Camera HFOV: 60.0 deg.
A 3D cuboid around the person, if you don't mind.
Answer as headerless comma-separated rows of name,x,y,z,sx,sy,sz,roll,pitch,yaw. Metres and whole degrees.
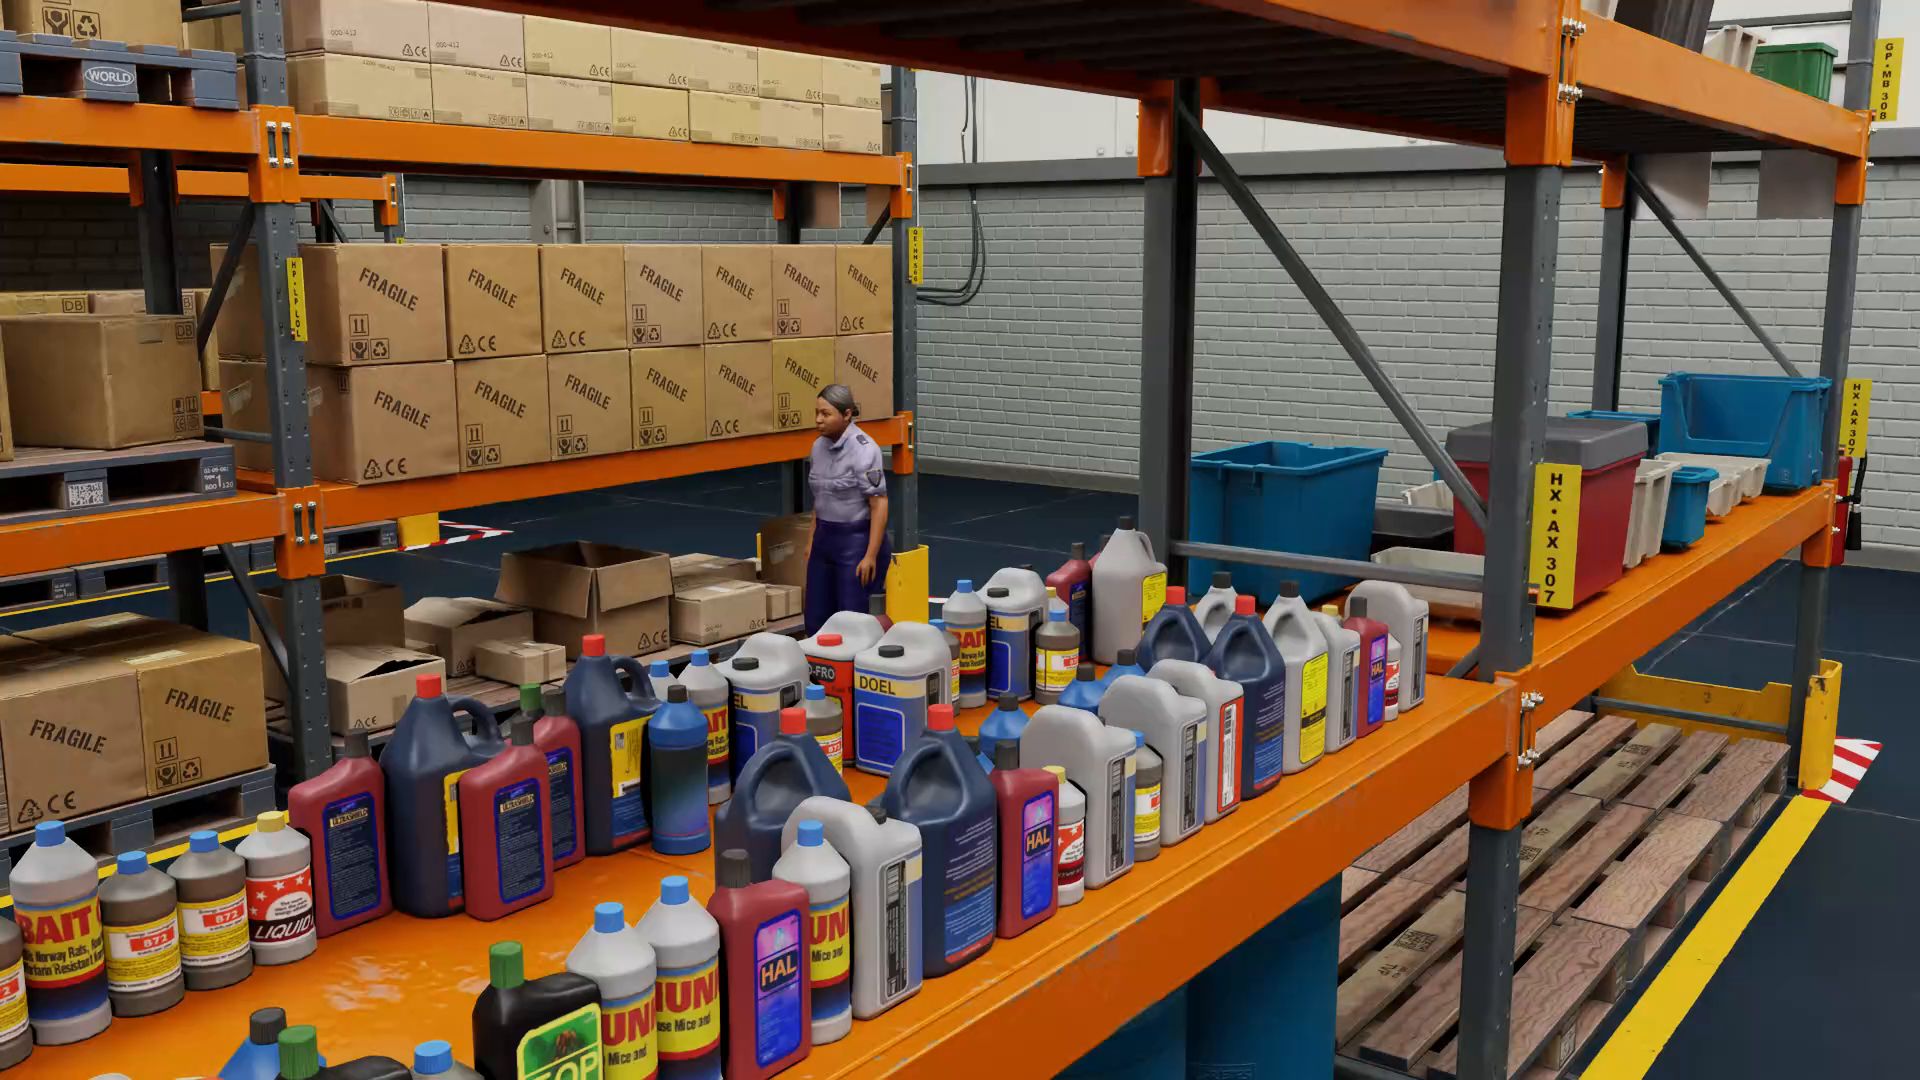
person,-0.561,0.065,8.053,0.370,1.651,0.538,-9,13,-42
